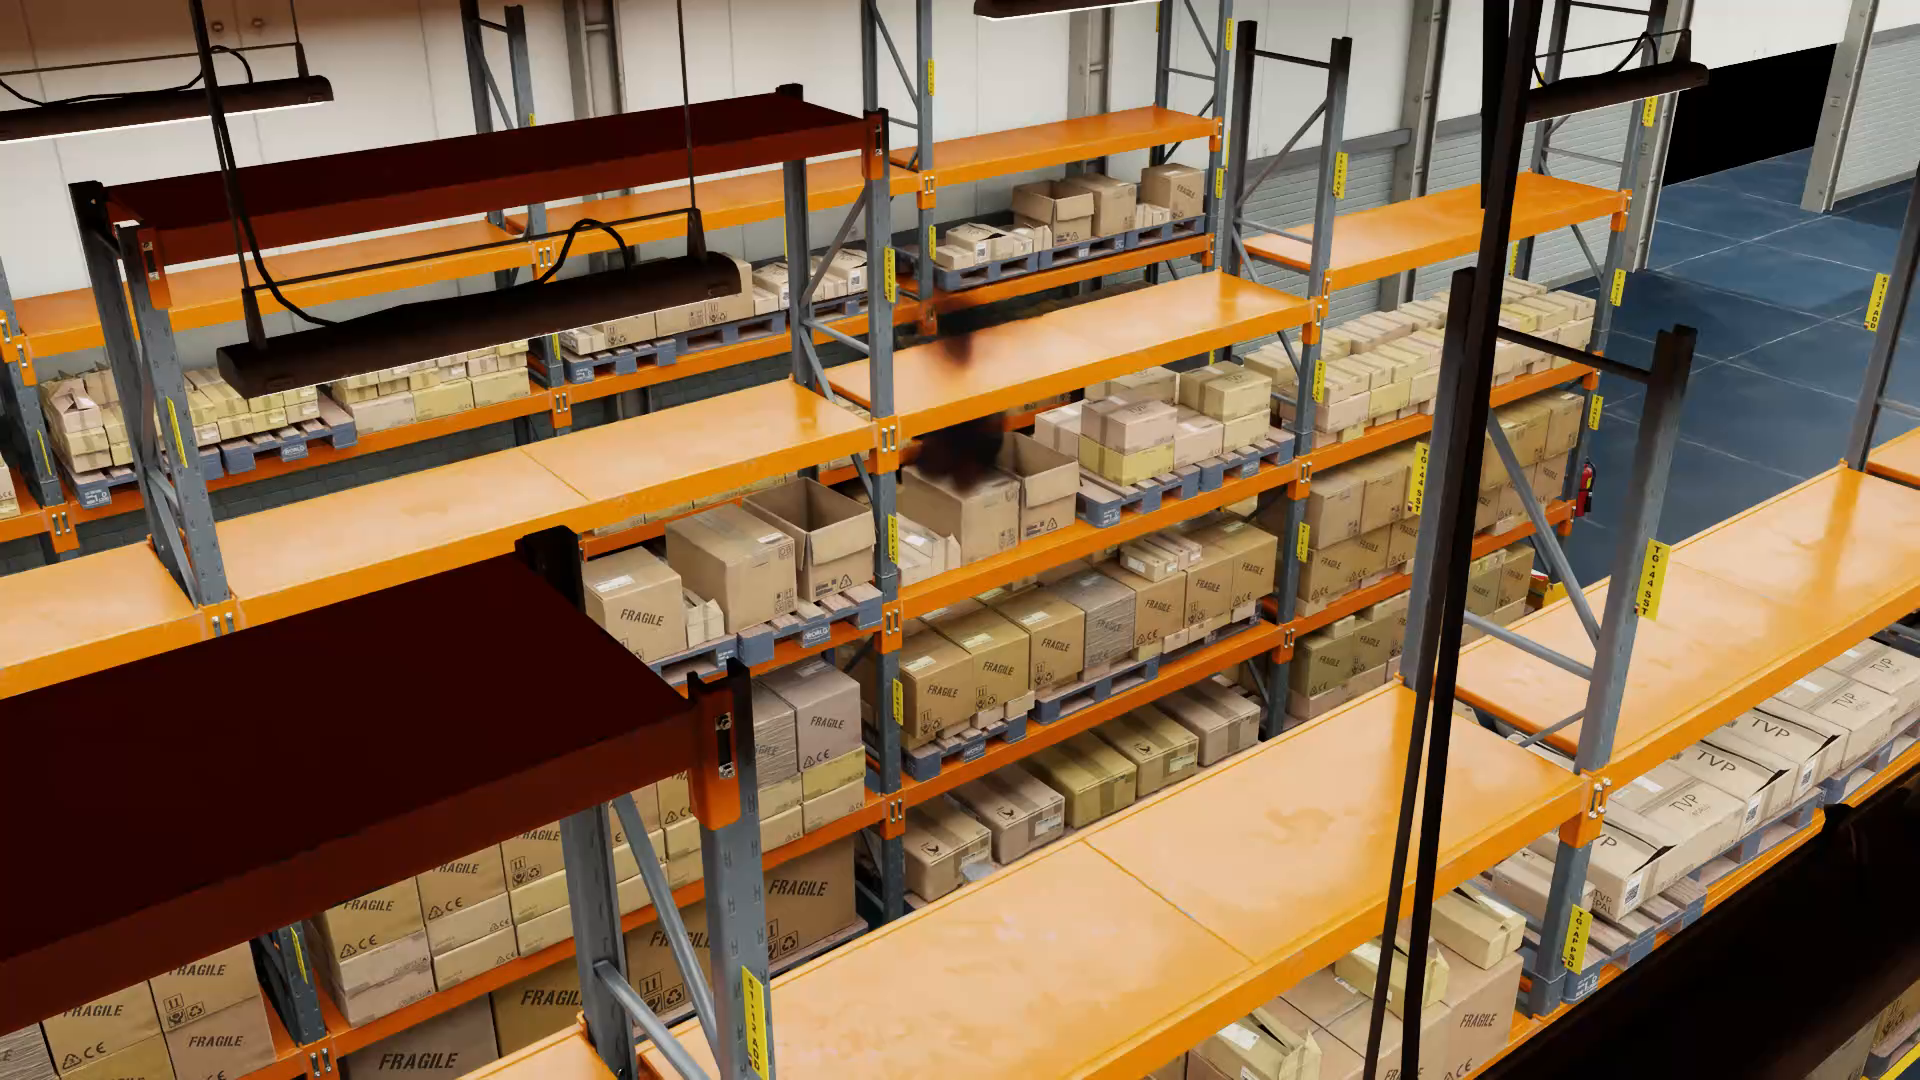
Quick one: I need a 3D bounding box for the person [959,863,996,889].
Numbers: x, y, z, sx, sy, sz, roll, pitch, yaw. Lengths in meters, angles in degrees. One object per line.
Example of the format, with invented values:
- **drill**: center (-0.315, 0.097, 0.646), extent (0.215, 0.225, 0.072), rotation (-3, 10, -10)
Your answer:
- **person**: center (0.329, 2.724, 10.799), extent (0.853, 1.514, 0.651), rotation (-13, 29, -25)
